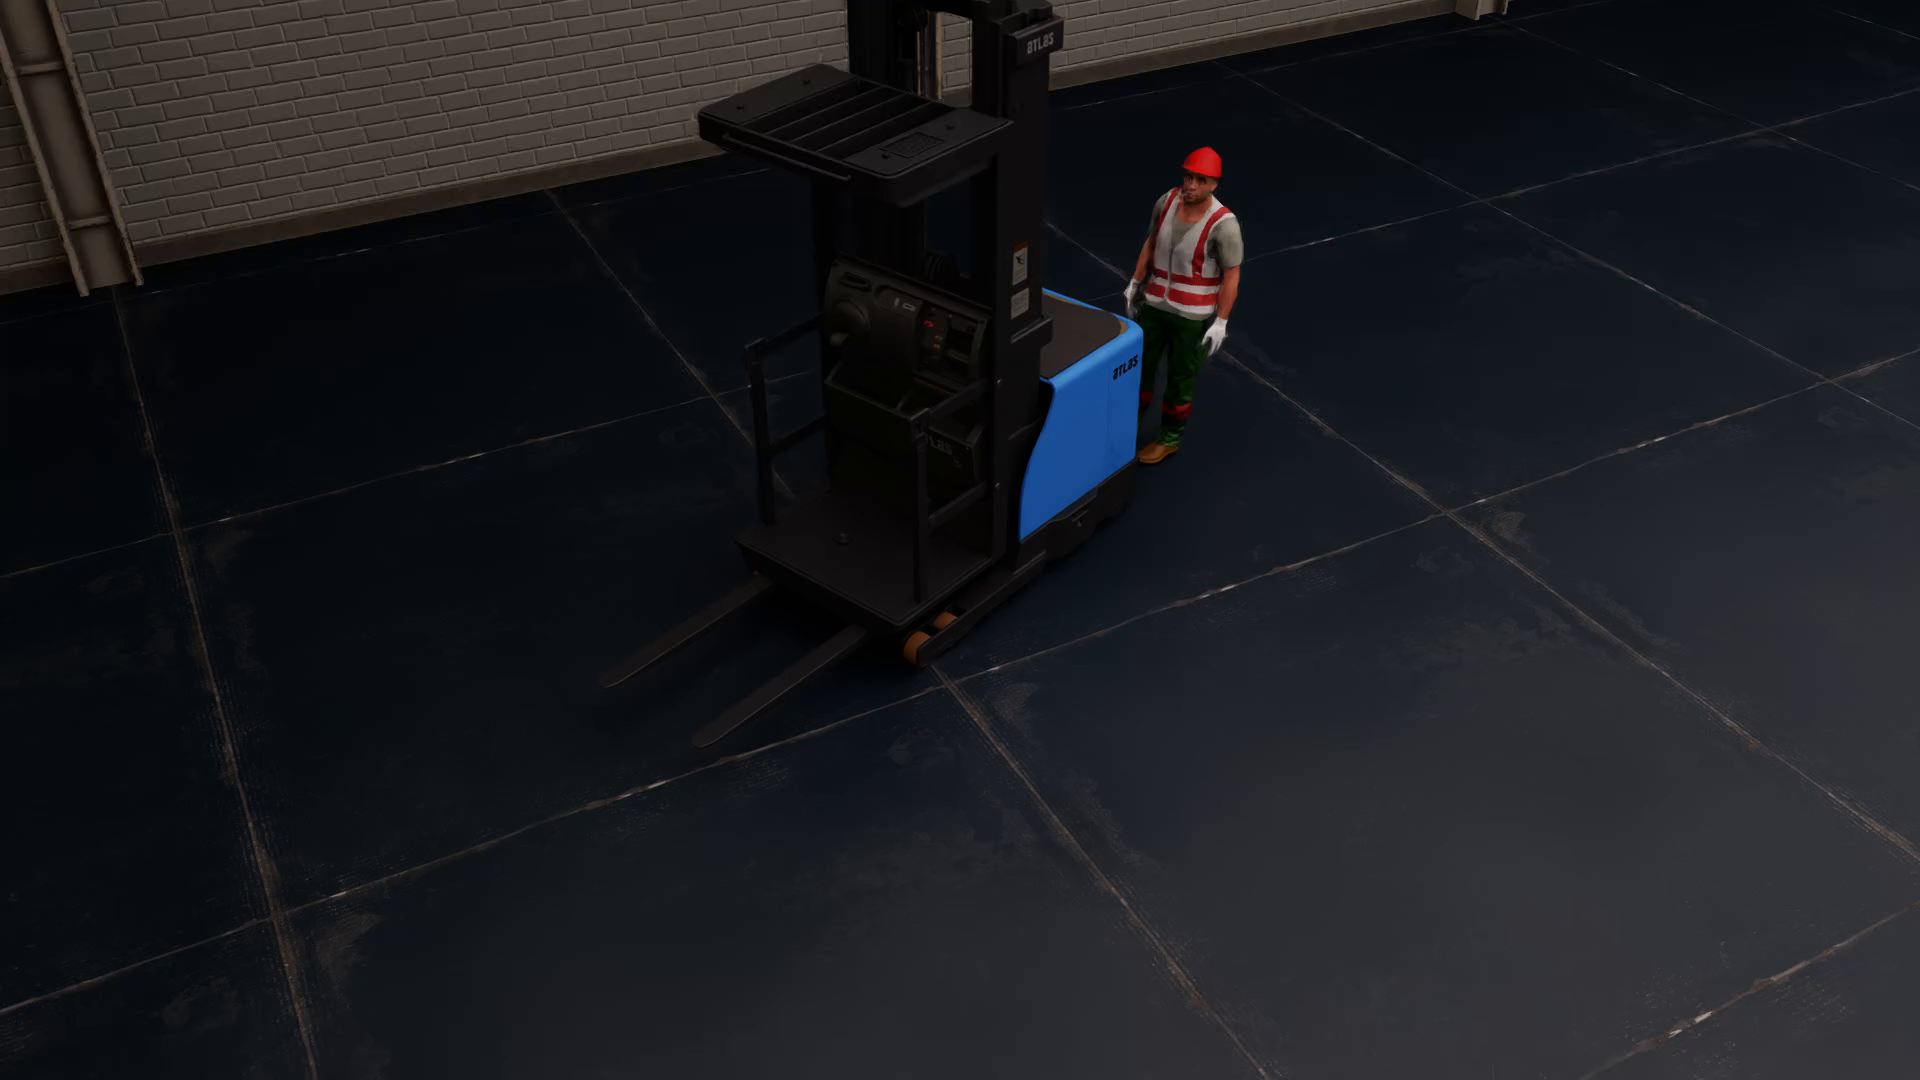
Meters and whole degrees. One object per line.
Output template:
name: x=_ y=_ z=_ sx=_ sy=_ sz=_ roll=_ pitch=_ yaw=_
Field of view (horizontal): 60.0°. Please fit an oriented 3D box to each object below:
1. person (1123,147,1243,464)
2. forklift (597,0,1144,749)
person: x=1.120 y=-1.239 z=8.858 sx=0.713 sy=1.788 sz=0.440 roll=26 pitch=43 yaw=32
forklift: x=-0.390 y=-0.927 z=7.434 sx=1.130 sy=2.935 sz=3.031 roll=26 pitch=43 yaw=31
